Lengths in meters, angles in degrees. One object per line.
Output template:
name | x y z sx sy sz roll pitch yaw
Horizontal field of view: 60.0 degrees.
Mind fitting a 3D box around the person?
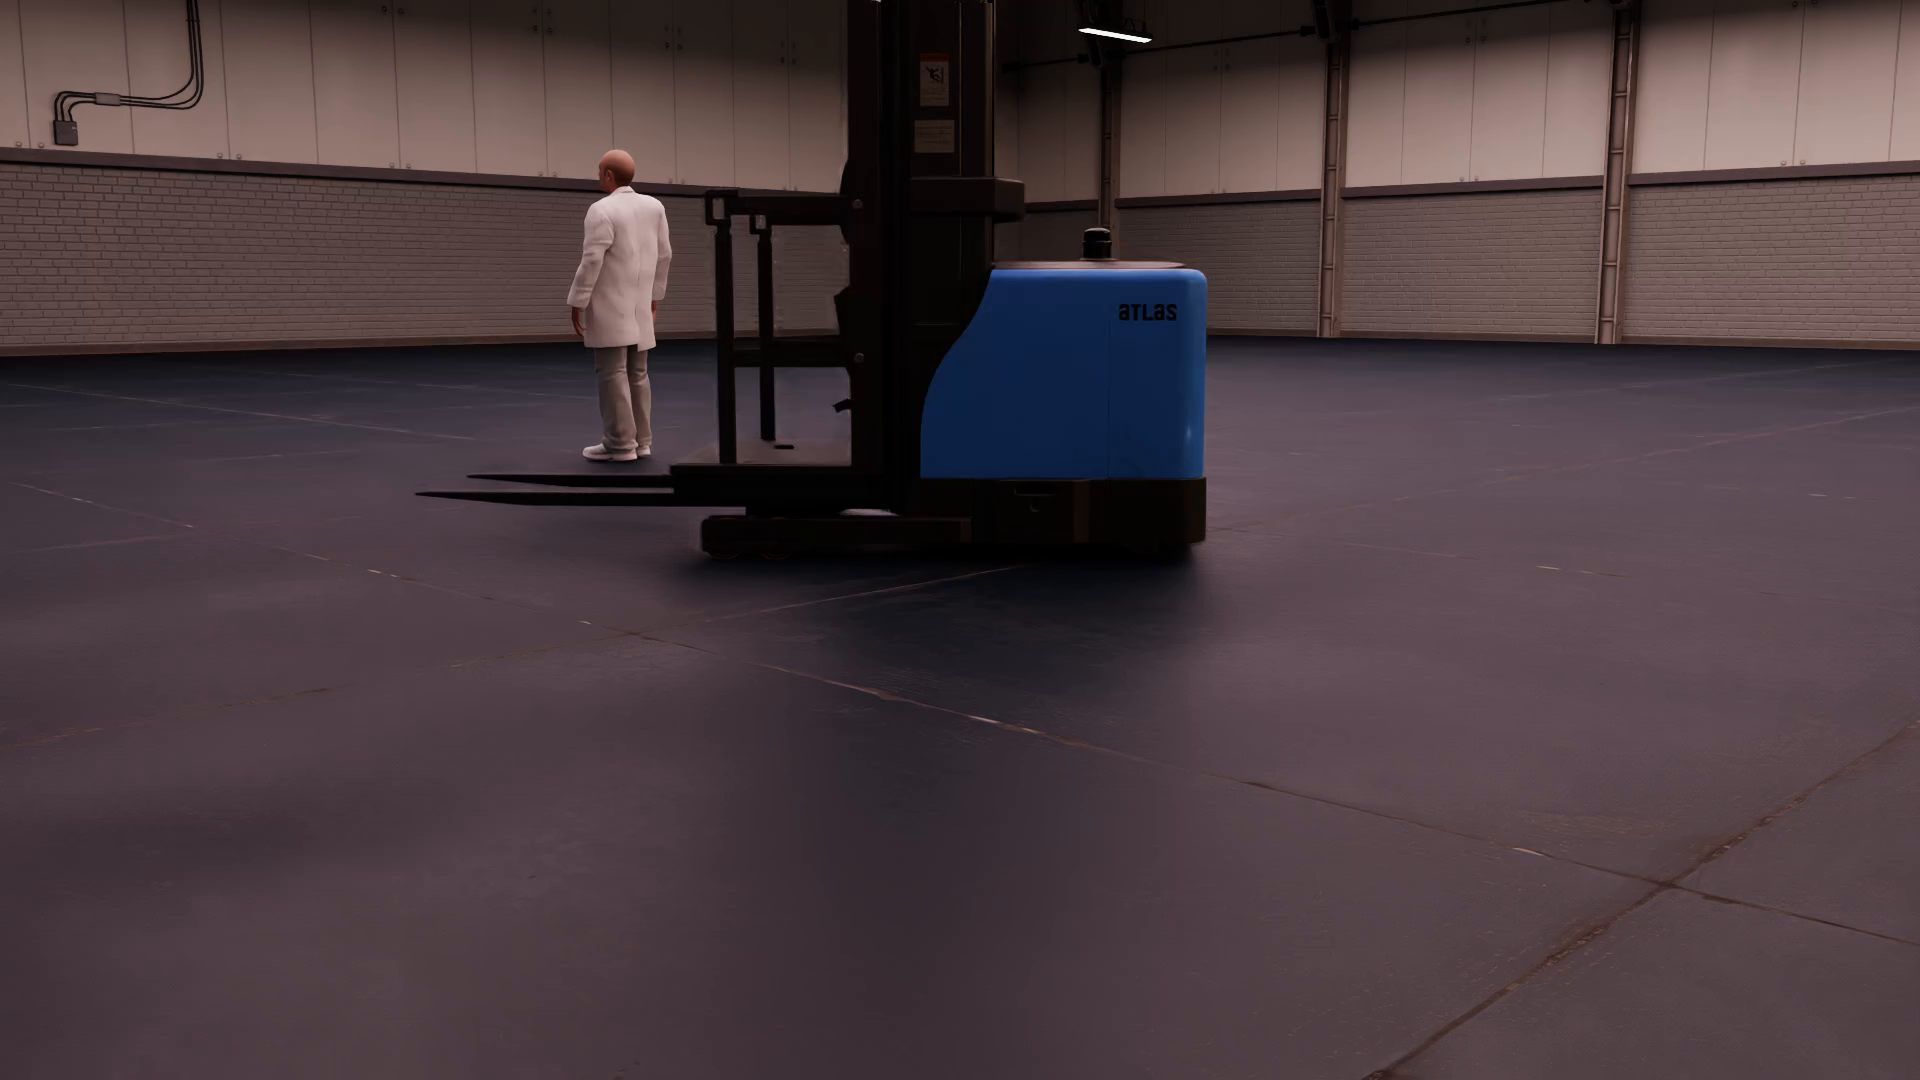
person | -2.047 -1.353 9.684 0.581 1.776 0.694 6 11 36

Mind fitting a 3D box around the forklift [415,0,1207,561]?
forklift | -0.581 -1.450 6.503 3.031 2.935 1.130 0 9 2
